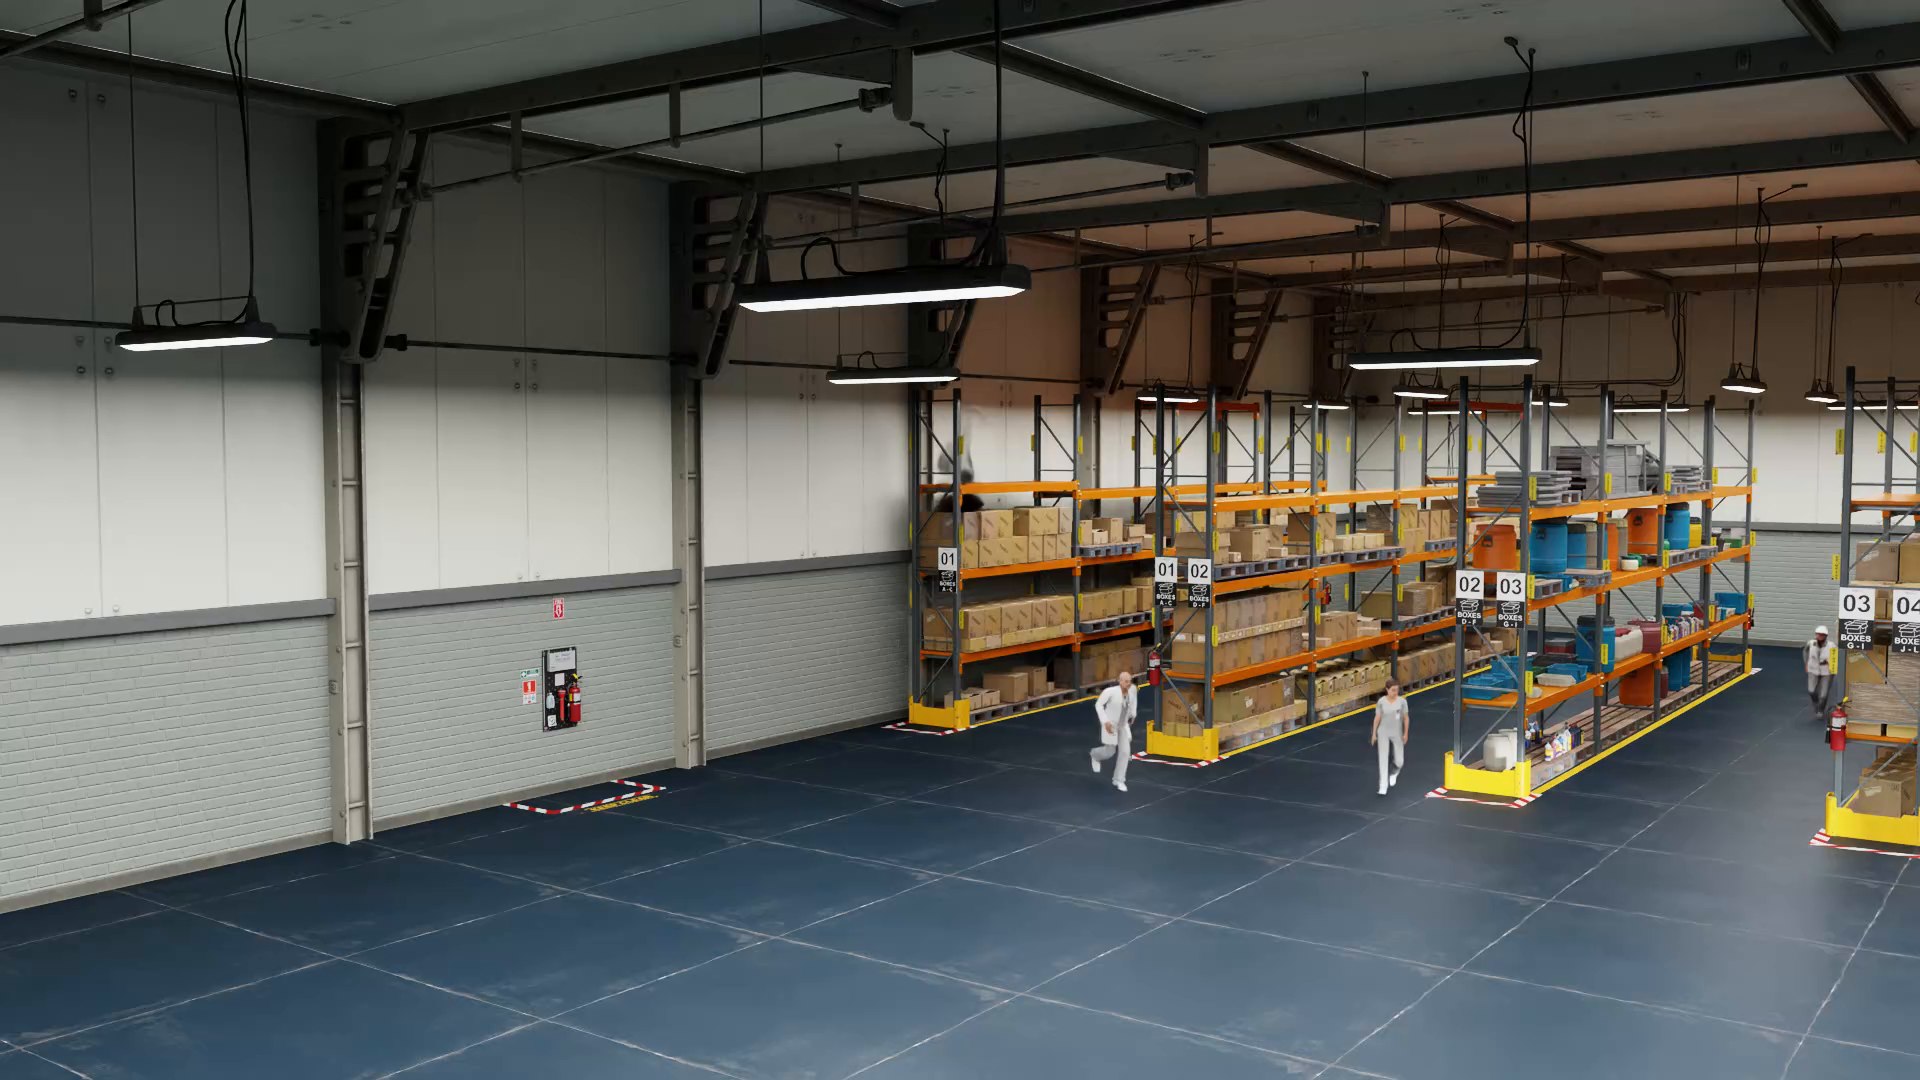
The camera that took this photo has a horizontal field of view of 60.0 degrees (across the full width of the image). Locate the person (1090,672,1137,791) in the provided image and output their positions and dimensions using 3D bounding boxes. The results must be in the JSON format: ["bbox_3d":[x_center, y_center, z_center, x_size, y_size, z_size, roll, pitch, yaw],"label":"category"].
[{"bbox_3d":[2.239,2.772,24.525,0.724,1.740,0.990,-2,4,-32],"label":"person"}]

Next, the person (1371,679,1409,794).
[{"bbox_3d":[6.180,2.796,23.915,0.523,1.646,0.687,1,3,12],"label":"person"}]

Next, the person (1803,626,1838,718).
[{"bbox_3d":[15.638,2.405,30.229,0.619,1.698,0.724,2,4,32],"label":"person"}]
